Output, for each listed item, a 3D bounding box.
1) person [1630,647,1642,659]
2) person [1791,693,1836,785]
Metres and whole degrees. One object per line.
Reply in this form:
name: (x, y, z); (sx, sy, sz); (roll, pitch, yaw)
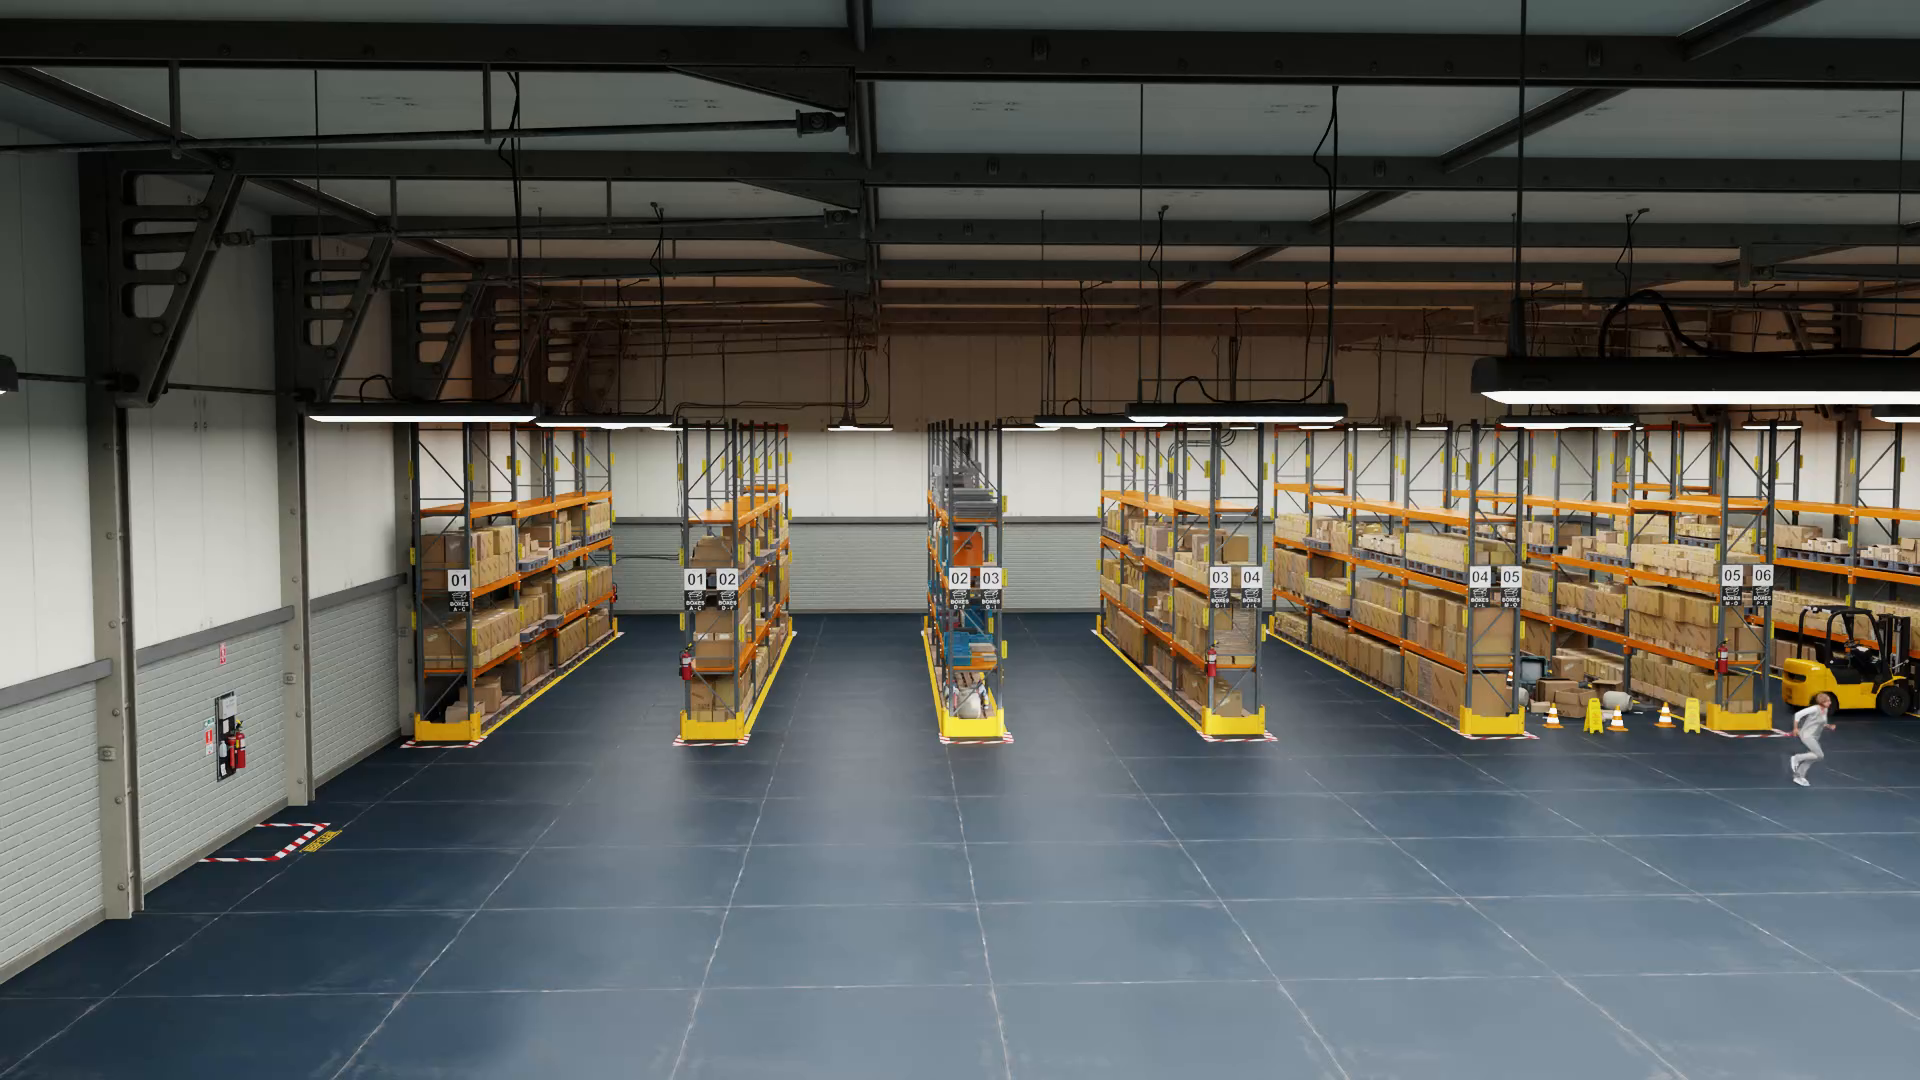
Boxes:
person: (16.345, 2.340, 40.240); (0.607, 1.650, 0.897); (0, 4, -6)
person: (13.890, 3.240, 27.051); (0.526, 1.528, 0.655); (-3, 5, -40)
